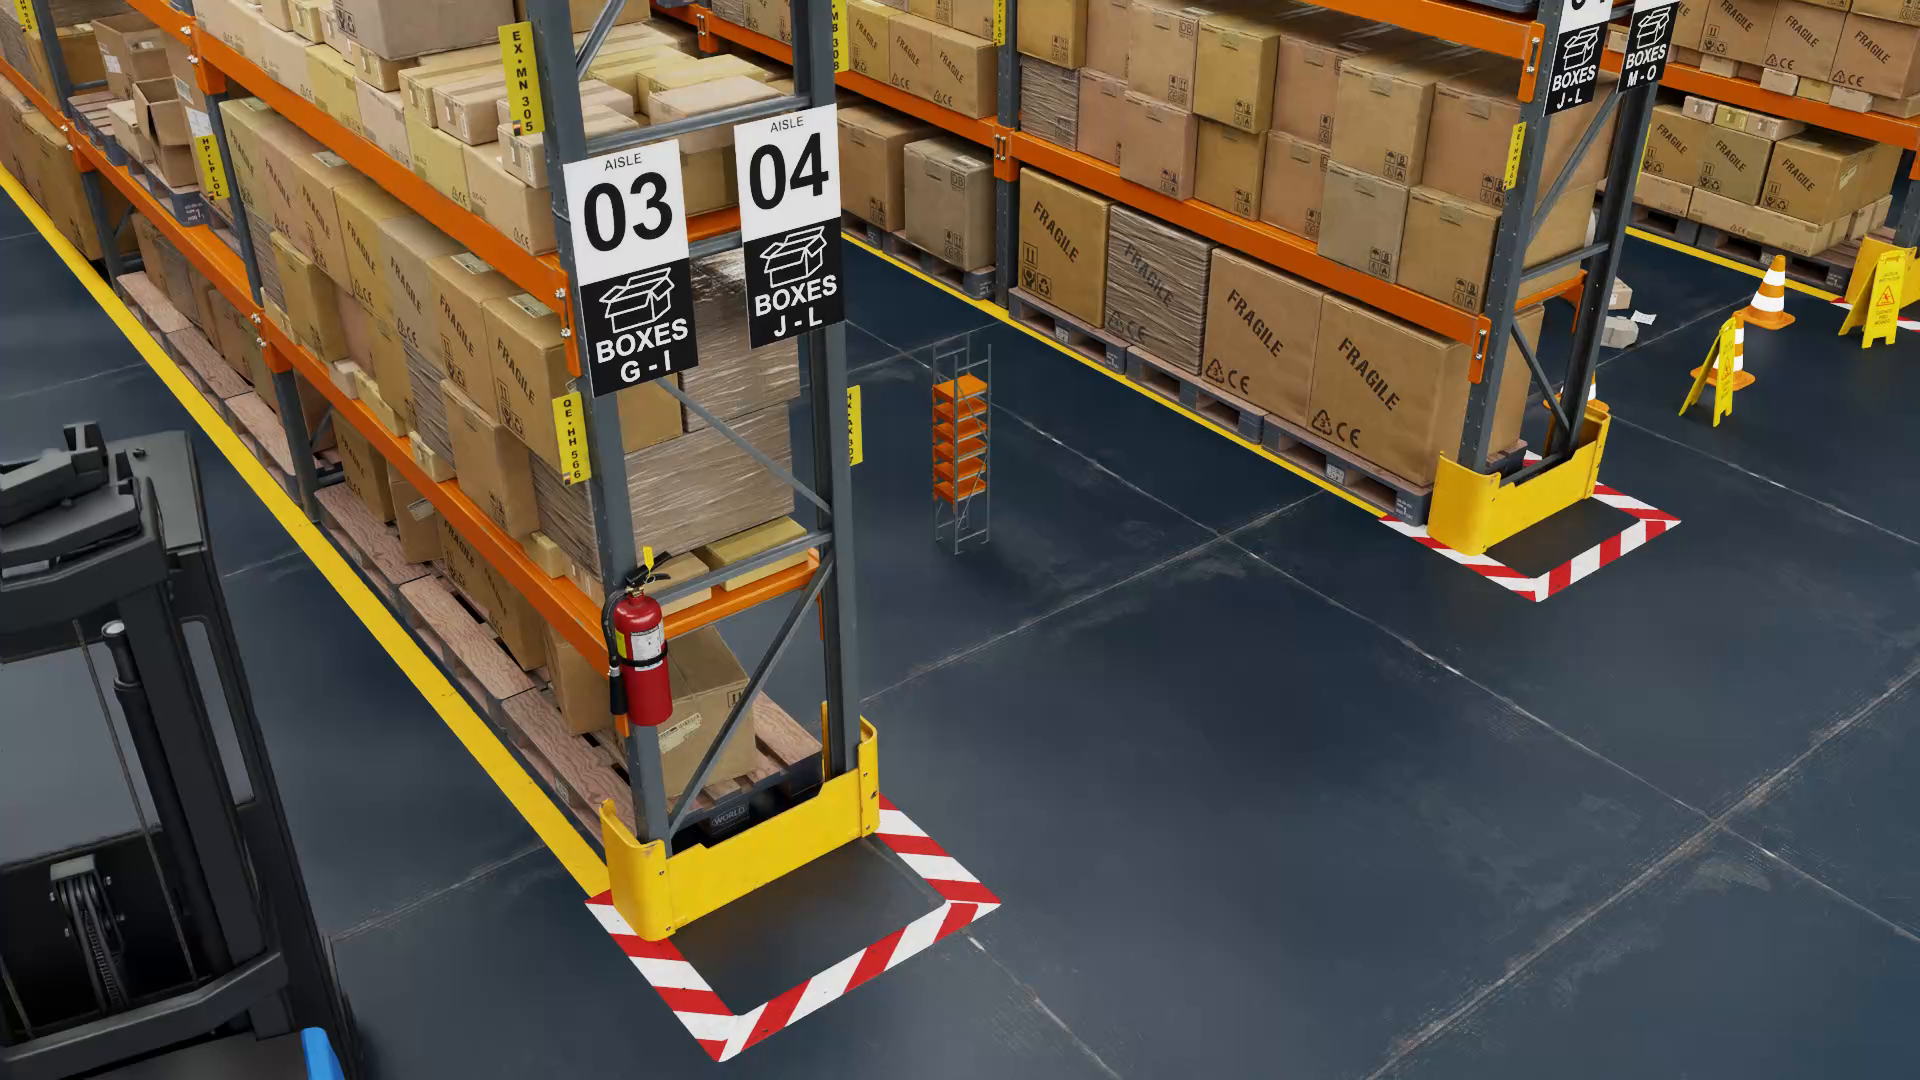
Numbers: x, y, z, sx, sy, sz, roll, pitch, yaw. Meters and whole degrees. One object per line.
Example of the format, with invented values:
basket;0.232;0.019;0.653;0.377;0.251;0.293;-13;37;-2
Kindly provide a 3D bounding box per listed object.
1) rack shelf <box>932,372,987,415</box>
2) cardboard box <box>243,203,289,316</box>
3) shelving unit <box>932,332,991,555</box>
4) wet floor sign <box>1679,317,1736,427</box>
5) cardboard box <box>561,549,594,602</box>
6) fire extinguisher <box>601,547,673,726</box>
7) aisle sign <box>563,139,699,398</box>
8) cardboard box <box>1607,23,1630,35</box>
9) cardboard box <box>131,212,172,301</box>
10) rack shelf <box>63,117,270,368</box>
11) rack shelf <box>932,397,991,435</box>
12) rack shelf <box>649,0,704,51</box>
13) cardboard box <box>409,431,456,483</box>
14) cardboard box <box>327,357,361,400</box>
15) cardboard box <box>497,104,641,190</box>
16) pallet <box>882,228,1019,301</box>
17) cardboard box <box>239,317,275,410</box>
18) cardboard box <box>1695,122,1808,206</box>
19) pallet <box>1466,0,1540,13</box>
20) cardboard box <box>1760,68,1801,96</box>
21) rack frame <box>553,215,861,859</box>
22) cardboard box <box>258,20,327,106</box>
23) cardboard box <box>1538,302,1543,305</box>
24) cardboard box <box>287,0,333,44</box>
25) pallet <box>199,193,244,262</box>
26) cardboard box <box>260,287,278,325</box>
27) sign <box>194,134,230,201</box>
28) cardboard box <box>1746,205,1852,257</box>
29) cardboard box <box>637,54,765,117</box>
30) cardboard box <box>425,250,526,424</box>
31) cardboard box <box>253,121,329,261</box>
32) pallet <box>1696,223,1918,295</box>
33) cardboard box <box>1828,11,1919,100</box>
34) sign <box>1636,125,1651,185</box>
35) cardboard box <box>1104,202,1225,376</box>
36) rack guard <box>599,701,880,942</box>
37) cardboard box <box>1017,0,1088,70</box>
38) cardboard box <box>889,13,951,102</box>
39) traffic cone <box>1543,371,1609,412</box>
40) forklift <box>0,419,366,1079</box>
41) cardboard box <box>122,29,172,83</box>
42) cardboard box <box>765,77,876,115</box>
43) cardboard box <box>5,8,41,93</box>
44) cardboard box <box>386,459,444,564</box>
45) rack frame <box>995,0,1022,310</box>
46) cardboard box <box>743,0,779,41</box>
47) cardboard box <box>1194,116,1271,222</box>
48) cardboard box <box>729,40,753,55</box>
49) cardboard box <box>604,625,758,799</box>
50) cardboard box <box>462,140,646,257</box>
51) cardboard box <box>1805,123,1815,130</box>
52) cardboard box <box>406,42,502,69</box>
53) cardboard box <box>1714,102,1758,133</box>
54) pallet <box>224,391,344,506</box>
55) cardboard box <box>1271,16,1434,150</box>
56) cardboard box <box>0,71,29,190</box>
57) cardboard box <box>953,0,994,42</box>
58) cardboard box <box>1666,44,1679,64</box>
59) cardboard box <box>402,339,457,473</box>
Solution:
rack shelf;0.009;-0.772;8.757;0.258;0.103;0.180;-22;38;-31
cardboard box;-3.070;-1.509;8.460;0.875;0.500;0.500;-22;38;-31
shelving unit;0.009;-0.504;8.924;0.258;1.200;0.189;-22;38;-31
wet floor sign;4.718;-1.072;10.364;0.232;0.644;0.267;26;40;35
cardboard box;-1.334;0.069;6.533;0.380;0.149;0.250;-22;38;-31
fire extinguisher;-1.138;0.349;5.919;0.296;0.674;0.183;-22;38;-31
aisle sign;-1.043;-0.862;5.331;0.394;0.787;0.004;-22;38;-31
cardboard box;5.205;-4.234;12.848;0.500;0.500;0.500;-23;38;-32
cardboard box;-5.323;-2.067;11.688;0.700;0.500;0.500;-25;39;-34
rack shelf;-4.523;-2.076;10.431;1.077;0.370;4.000;-22;38;-31
rack shelf;0.009;-0.670;8.821;0.258;0.103;0.180;-22;38;-31
rack shelf;-2.996;-5.306;15.631;1.077;0.370;4.000;-22;38;-31
cardboard box;-2.184;-0.417;7.317;0.380;0.149;0.250;-22;38;-31
cardboard box;-2.803;-0.832;7.985;0.380;0.149;0.250;-22;38;-31
cardboard box;-1.261;-1.275;5.382;0.380;0.149;0.250;-22;38;-31
pallet;0.151;-2.223;12.629;1.003;0.211;1.213;-22;38;-31
cardboard box;-3.934;-1.141;10.196;0.700;0.500;0.500;-23;38;-32
cardboard box;5.964;-2.882;12.544;0.500;0.500;0.500;-21;37;-30
pallet;2.673;-2.986;8.455;1.003;0.211;1.213;-22;38;-31
cardboard box;6.021;-3.348;12.036;0.380;0.149;0.250;-22;38;-31
rack frame;-0.844;0.119;6.215;1.000;3.000;0.127;-22;38;-31
cardboard box;-2.598;-2.059;7.021;0.500;0.250;0.500;-24;39;-33
cardboard box;3.907;-1.940;11.896;0.637;0.503;0.797;6;32;10
cardboard box;-2.511;-2.161;6.808;0.380;0.149;0.250;-23;39;-32
pallet;-3.650;-1.832;9.539;1.003;0.211;1.213;-22;38;-31
cardboard box;-3.402;-1.254;8.665;0.380;0.149;0.250;-22;38;-31
sign;-3.733;-1.859;8.302;0.100;0.325;0.005;-22;38;-31
cardboard box;6.261;-2.357;12.410;0.500;0.250;0.500;-22;38;-32
cardboard box;-0.913;-1.590;5.888;0.380;0.149;0.250;-21;38;-30
cardboard box;-1.687;-0.830;6.419;0.500;0.500;0.500;-22;38;-31
cardboard box;-2.914;-1.664;7.761;0.500;0.500;0.500;-22;38;-31
pallet;6.467;-2.284;12.728;1.003;0.211;1.213;-22;38;-31
cardboard box;6.434;-3.393;11.493;0.500;0.500;0.500;-23;39;-32
sign;3.578;-2.022;8.767;0.100;0.325;0.005;-22;38;-31
cardboard box;1.569;-1.727;10.804;0.875;0.875;0.875;-22;38;-31
rack guard;-0.890;1.149;6.926;1.175;0.500;0.348;-22;38;-31
cardboard box;0.882;-3.468;10.825;0.875;0.550;0.550;-22;38;-31
cardboard box;-0.158;-3.495;11.939;0.500;0.500;0.500;-23;38;-32
traffic cone;3.932;-1.047;10.496;0.336;0.463;0.334;-22;38;-31
forklift;-2.651;0.869;5.073;1.130;2.935;3.031;-14;34;-21
cardboard box;-4.965;-3.023;10.782;0.700;0.500;0.500;-16;35;-25
cardboard box;-0.928;-3.354;13.542;1.050;0.750;0.750;-22;38;-31
cardboard box;-6.549;-3.593;12.097;0.500;0.500;0.500;-23;38;-32
cardboard box;-2.726;-0.249;8.778;0.500;0.500;0.500;-11;33;-16
rack frame;0.683;-3.111;11.415;1.000;3.000;0.127;-22;38;-31
cardboard box;-1.393;-4.335;13.291;0.500;0.500;0.500;-23;38;-32
cardboard box;1.916;-2.351;10.050;0.875;0.550;0.500;-22;38;-31
cardboard box;-2.001;-4.578;15.039;0.500;0.250;0.500;-24;39;-33
cardboard box;-1.213;0.737;7.192;0.500;0.500;0.500;-15;35;-23
cardboard box;-1.340;-1.210;5.655;0.500;0.250;0.500;-21;38;-30
cardboard box;6.369;-3.068;12.844;0.500;0.500;0.500;-24;39;-33
cardboard box;-1.808;-1.741;6.131;0.380;0.149;0.250;-22;38;-31
cardboard box;5.857;-3.178;12.407;0.380;0.149;0.250;-22;38;-31
pallet;-3.775;-0.687;10.157;1.003;0.211;1.213;-22;38;-31
cardboard box;2.293;-2.610;9.443;0.875;0.550;0.550;-22;38;-31
cardboard box;-7.245;-3.525;13.699;1.225;0.875;0.875;-24;39;-33
cardboard box;0.374;-3.783;11.455;0.700;0.500;0.500;-23;39;-32
cardboard box;5.425;-3.780;12.732;0.380;0.149;0.250;-22;38;-32
cardboard box;-1.833;-0.680;7.125;0.875;0.500;0.500;-22;38;-31
